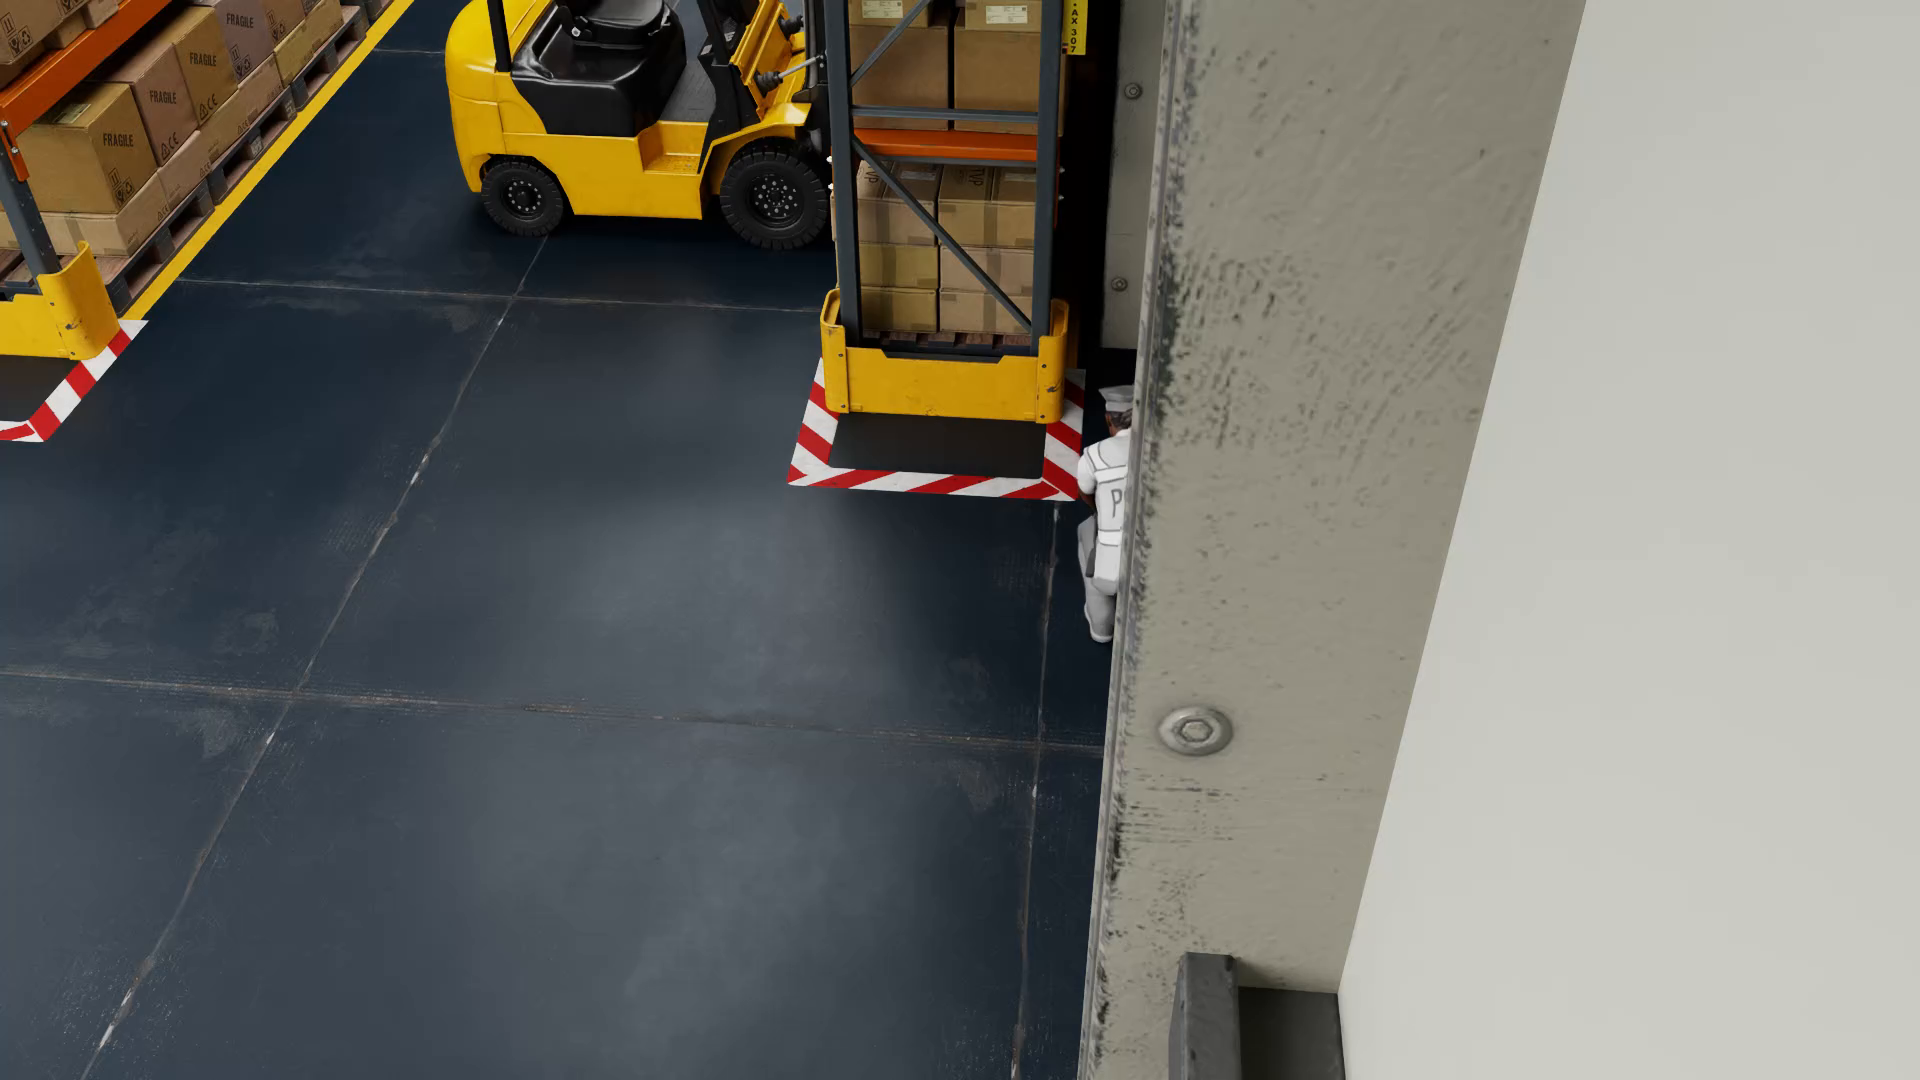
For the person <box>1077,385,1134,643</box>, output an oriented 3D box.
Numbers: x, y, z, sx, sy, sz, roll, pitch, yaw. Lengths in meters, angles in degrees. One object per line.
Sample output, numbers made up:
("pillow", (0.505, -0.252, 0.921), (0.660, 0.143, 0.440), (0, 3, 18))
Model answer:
("person", (0.711, -0.107, 6.825), (0.480, 0.971, 0.861), (3, 40, 4))
